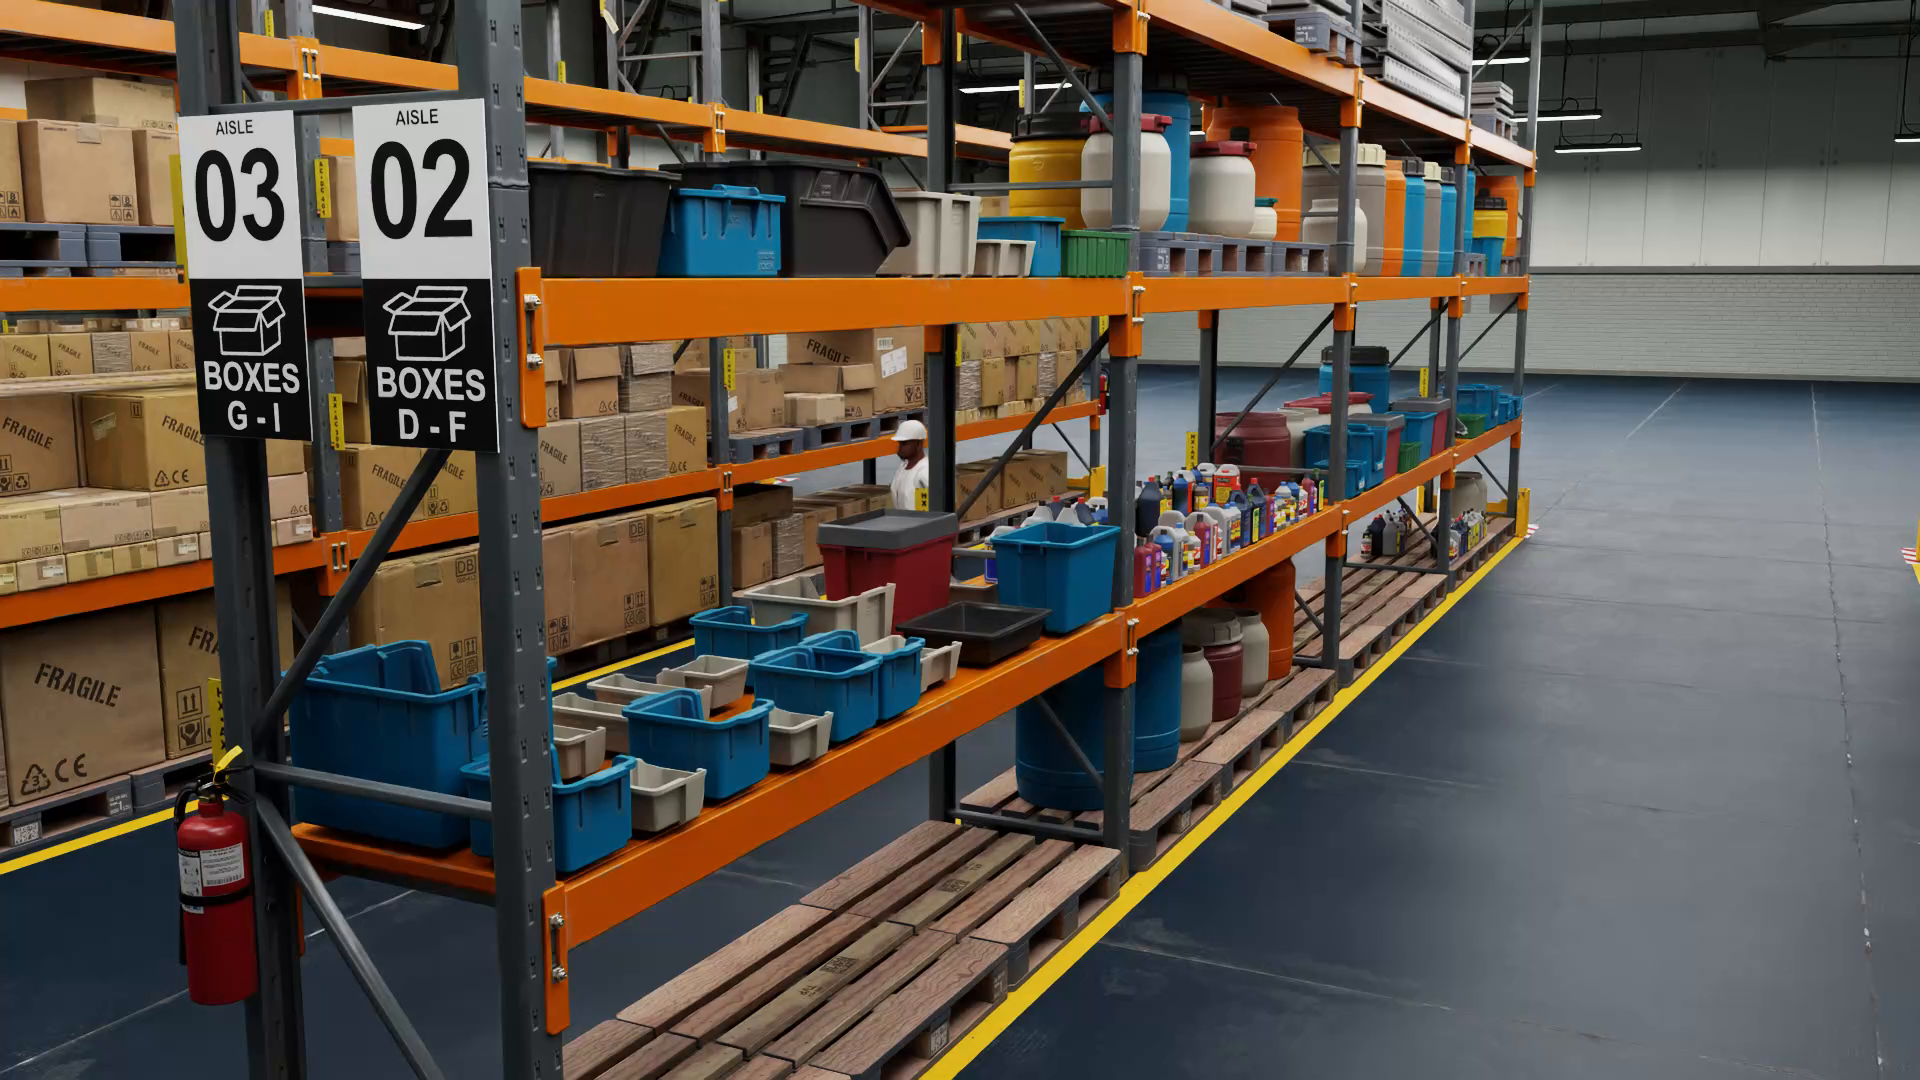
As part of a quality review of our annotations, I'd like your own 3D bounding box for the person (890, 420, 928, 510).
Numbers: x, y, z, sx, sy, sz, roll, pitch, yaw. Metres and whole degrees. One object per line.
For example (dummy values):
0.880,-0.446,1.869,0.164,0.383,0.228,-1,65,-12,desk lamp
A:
-0.297,-0.021,12.468,0.723,1.755,0.635,-4,10,-25,person
